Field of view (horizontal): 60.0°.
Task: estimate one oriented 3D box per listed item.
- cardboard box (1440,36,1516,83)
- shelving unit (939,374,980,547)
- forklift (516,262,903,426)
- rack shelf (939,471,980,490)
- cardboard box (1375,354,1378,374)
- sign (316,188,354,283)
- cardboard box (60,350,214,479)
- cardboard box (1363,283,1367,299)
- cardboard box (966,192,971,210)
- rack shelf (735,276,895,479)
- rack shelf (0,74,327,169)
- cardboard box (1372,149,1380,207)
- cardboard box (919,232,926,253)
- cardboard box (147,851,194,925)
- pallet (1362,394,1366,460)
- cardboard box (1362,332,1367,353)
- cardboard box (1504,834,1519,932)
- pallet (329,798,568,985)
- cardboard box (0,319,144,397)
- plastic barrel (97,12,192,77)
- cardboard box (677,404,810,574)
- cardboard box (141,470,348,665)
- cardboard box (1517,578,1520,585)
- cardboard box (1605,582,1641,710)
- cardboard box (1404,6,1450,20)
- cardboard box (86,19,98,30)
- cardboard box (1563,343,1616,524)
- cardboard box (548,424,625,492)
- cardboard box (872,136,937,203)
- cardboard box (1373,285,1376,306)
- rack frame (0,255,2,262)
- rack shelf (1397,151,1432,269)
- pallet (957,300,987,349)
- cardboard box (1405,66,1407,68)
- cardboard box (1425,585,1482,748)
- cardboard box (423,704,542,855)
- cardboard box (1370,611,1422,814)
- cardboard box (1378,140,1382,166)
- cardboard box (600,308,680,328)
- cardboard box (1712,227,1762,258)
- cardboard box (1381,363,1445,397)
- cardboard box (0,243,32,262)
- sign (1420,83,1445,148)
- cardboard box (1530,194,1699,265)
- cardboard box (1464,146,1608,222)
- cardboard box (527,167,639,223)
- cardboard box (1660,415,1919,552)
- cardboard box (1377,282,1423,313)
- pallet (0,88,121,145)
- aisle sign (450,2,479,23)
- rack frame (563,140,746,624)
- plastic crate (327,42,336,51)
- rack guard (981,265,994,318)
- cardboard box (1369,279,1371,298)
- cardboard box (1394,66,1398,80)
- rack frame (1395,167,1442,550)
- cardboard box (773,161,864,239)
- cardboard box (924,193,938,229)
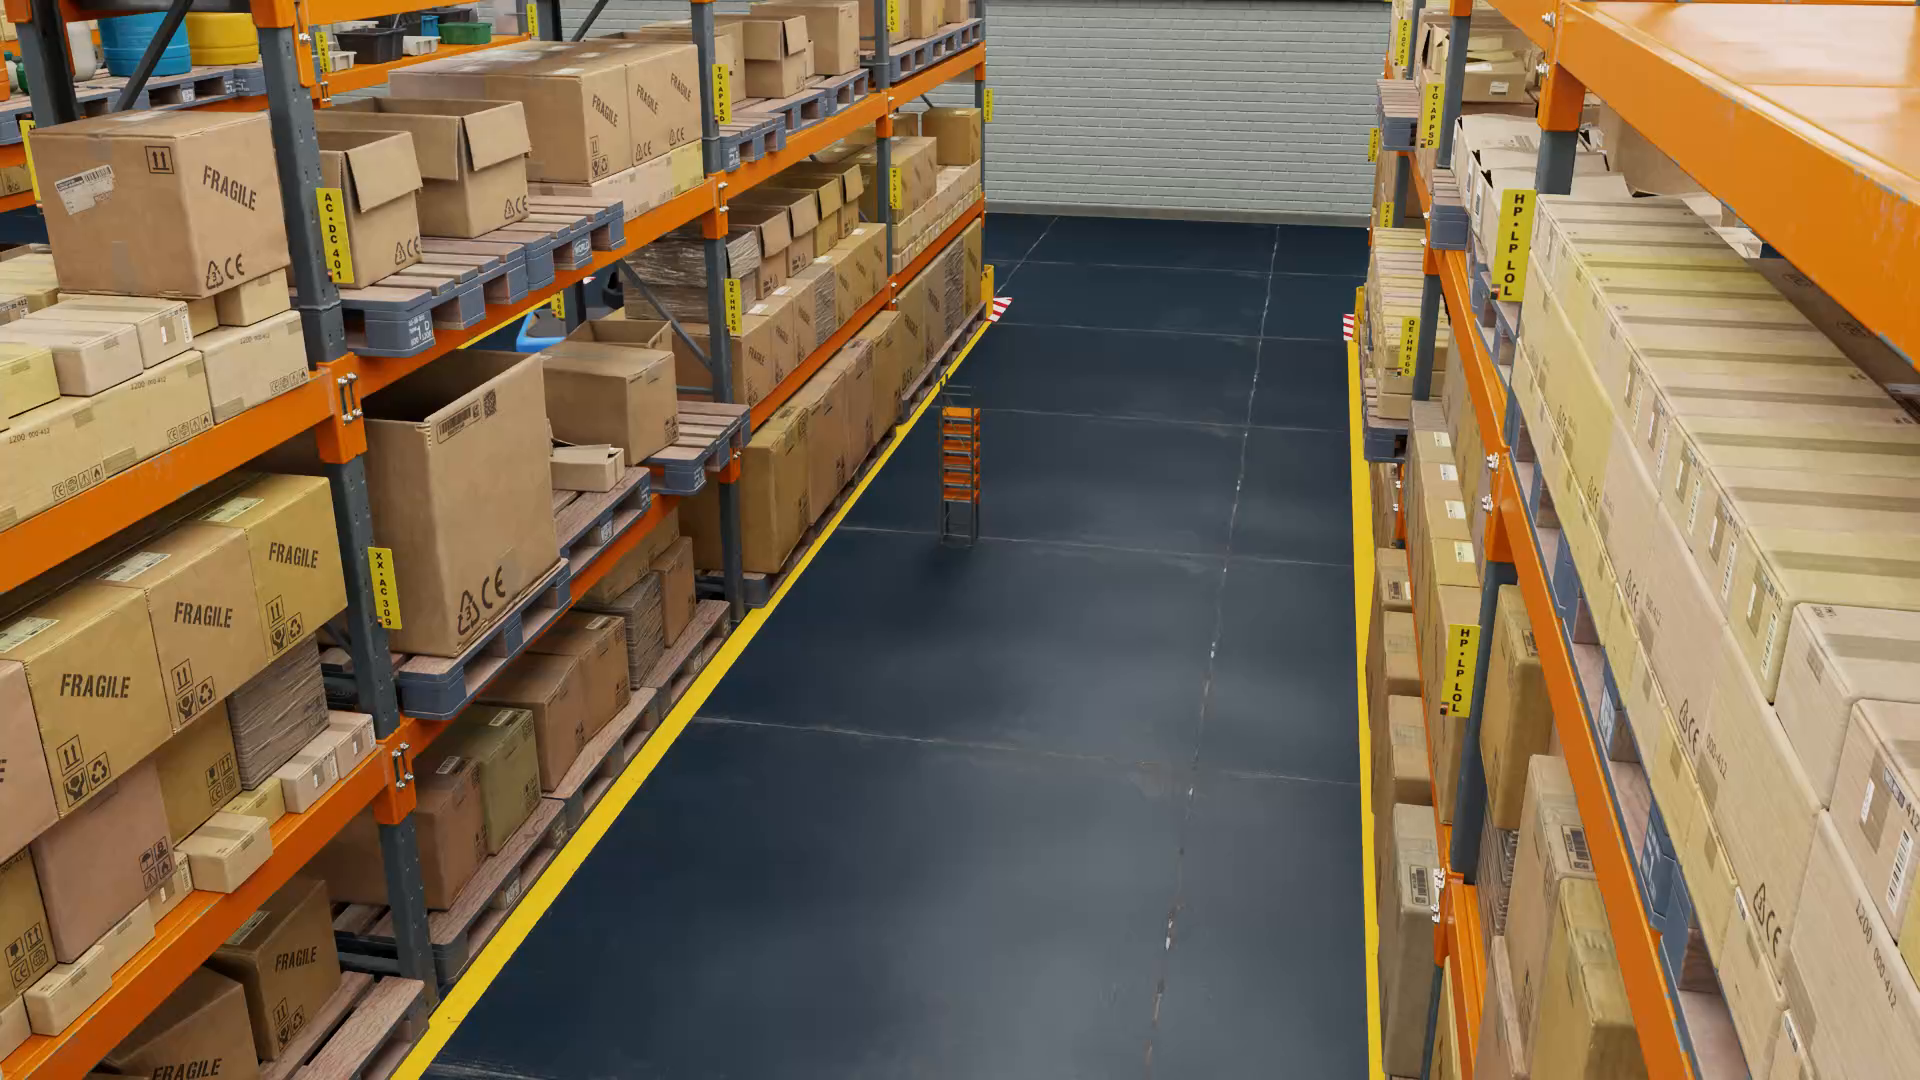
[{"bbox_3d":[2.879,-2.653,9.251,0.396,0.266,0.258,4,22,11],"label":"cardboard box"},{"bbox_3d":[-0.003,-0.551,11.616,0.258,1.200,0.189,4,22,11],"label":"shelving unit"},{"bbox_3d":[-2.010,-2.160,13.294,3.031,2.935,1.130,-3,22,-7],"label":"forklift"},{"bbox_3d":[-0.003,-0.399,11.678,0.258,0.103,0.180,4,22,11],"label":"rack shelf"},{"bbox_3d":[2.770,-1.073,10.276,0.380,0.149,0.250,4,22,10],"label":"cardboard box"},{"bbox_3d":[-2.158,-1.048,5.734,0.100,0.325,0.005,4,22,11],"label":"sign"},{"bbox_3d":[-2.645,-0.400,5.018,0.500,0.250,0.500,5,22,12],"label":"cardboard box"},{"bbox_3d":[4.153,-2.412,16.284,0.380,0.149,0.250,3,22,8],"label":"cardboard box"},{"bbox_3d":[-0.096,-3.385,16.579,0.380,0.149,0.250,5,22,11],"label":"cardboard box"},{"bbox_3d":[-1.467,-1.316,12.069,1.077,0.370,4.000,4,22,11],"label":"rack shelf"},{"bbox_3d":[-6.315,-3.085,12.446,1.077,0.370,4.000,4,22,11],"label":"rack shelf"},{"bbox_3d":[4.231,-3.470,15.923,0.500,0.500,0.500,6,23,13],"label":"cardboard box"},{"bbox_3d":[-0.514,-2.636,14.721,0.380,0.149,0.250,4,22,9],"label":"cardboard box"},{"bbox_3d":[-2.739,1.121,5.391,0.380,0.149,0.250,4,22,11],"label":"cardboard box"},{"bbox_3d":[3.879,-0.921,13.858,1.003,0.211,1.213,4,22,11],"label":"pallet"},{"bbox_3d":[3.996,-1.856,15.700,0.380,0.149,0.250,5,22,12],"label":"cardboard box"},{"bbox_3d":[1.991,1.229,4.587,0.875,0.550,0.550,4,22,11],"label":"cardboard box"},{"bbox_3d":[-2.533,1.553,7.715,1.003,0.211,1.213,4,22,11],"label":"pallet"},{"bbox_3d":[-2.616,-0.529,4.805,0.380,0.149,0.250,4,22,9],"label":"cardboard box"},{"bbox_3d":[-6.106,-3.942,12.377,0.600,0.901,0.708,4,22,11],"label":"plastic barrel"},{"bbox_3d":[-1.713,-0.378,11.060,1.225,0.875,0.875,3,22,8],"label":"cardboard box"},{"bbox_3d":[-2.513,0.082,5.765,0.500,0.500,0.500,4,22,11],"label":"cardboard box"},{"bbox_3d":[2.240,0.267,5.702,0.700,0.500,0.500,4,22,10],"label":"cardboard box"},{"bbox_3d":[1.376,0.201,2.964,0.380,0.149,0.250,5,22,12],"label":"cardboard box"},{"bbox_3d":[3.625,-4.030,12.828,0.380,0.149,0.250,4,22,11],"label":"cardboard box"},{"bbox_3d":[-9.786,-5.714,18.213,0.500,0.250,0.500,4,22,11],"label":"cardboard box"},{"bbox_3d":[1.566,-0.215,3.463,0.500,0.250,0.500,4,22,10],"label":"cardboard box"},{"bbox_3d":[-1.951,-0.420,8.500,0.396,0.266,0.258,4,22,9],"label":"cardboard box"},{"bbox_3d":[-0.501,-3.323,14.889,0.500,0.500,0.500,4,22,9],"label":"cardboard box"},{"bbox_3d":[3.037,-1.690,11.411,0.380,0.149,0.250,5,23,13],"label":"cardboard box"},{"bbox_3d":[-6.723,-1.296,11.056,1.000,3.000,0.127,4,22,11],"label":"rack frame"},{"bbox_3d":[3.368,-2.292,10.478,1.077,0.370,4.000,4,22,11],"label":"rack shelf"},{"bbox_3d":[-0.329,-2.252,17.163,1.003,0.211,1.213,4,22,11],"label":"pallet"},{"bbox_3d":[3.622,-3.708,12.562,0.500,0.250,0.500,3,22,8],"label":"cardboard box"},{"bbox_3d":[2.092,0.517,6.420,0.500,0.500,0.500,4,22,10],"label":"cardboard box"},{"bbox_3d":[-2.429,1.104,7.854,0.700,0.500,0.500,4,22,11],"label":"cardboard box"},{"bbox_3d":[2.573,0.881,8.099,1.050,0.750,0.750,5,22,12],"label":"cardboard box"},{"bbox_3d":[4.017,-3.560,14.807,0.500,0.500,0.500,4,22,10],"label":"cardboard box"},{"bbox_3d":[-2.017,-1.164,10.595,0.500,0.500,0.500,5,23,13],"label":"cardboard box"},{"bbox_3d":[2.685,-1.049,6.068,0.380,0.149,0.250,4,22,11],"label":"cardboard box"},{"bbox_3d":[2.615,-0.935,9.536,0.380,0.149,0.250,5,22,12],"label":"cardboard box"},{"bbox_3d":[-10.377,-2.871,17.721,0.797,0.503,0.637,4,22,11],"label":"cardboard box"},{"bbox_3d":[2.430,-2.177,8.536,0.100,0.325,0.005,4,22,11],"label":"sign"},{"bbox_3d":[1.737,-0.819,4.430,0.380,0.149,0.250,5,22,11],"label":"cardboard box"},{"bbox_3d":[2.390,-1.476,6.910,0.500,0.311,0.500,4,22,10],"label":"cardboard box"},{"bbox_3d":[-1.925,-1.682,8.200,0.500,0.250,0.500,5,22,12],"label":"cardboard box"},{"bbox_3d":[1.324,-0.077,2.588,0.380,0.149,0.250,4,22,10],"label":"cardboard box"},{"bbox_3d":[2.878,-1.544,10.651,0.380,0.149,0.250,6,23,14],"label":"cardboard box"},{"bbox_3d":[-6.472,-2.872,11.207,1.003,0.211,1.213,4,22,11],"label":"pallet"},{"bbox_3d":[-5.367,-5.477,17.957,0.394,0.787,0.004,4,22,11],"label":"aisle sign"},{"bbox_3d":[-1.875,-0.918,10.119,1.000,3.000,0.127,4,22,11],"label":"rack frame"},{"bbox_3d":[-6.020,-4.522,15.404,0.293,0.136,0.466,4,22,11],"label":"plastic crate"},{"bbox_3d":[-0.237,-2.693,17.872,1.175,0.500,0.348,4,22,11],"label":"rack guard"},{"bbox_3d":[3.195,-1.834,12.165,0.380,0.149,0.250,5,22,12],"label":"cardboard box"},{"bbox_3d":[3.829,-3.856,13.597,0.500,0.250,0.500,4,22,10],"label":"cardboard box"},{"bbox_3d":[2.960,-0.503,9.088,1.000,3.000,0.127,4,22,11],"label":"rack frame"},{"bbox_3d":[-1.181,-2.659,12.963,0.797,0.503,0.637,4,22,10],"label":"cardboard box"},{"bbox_3d":[-0.500,-2.973,15.023,0.500,0.250,0.500,5,22,12],"label":"cardboard box"}]
